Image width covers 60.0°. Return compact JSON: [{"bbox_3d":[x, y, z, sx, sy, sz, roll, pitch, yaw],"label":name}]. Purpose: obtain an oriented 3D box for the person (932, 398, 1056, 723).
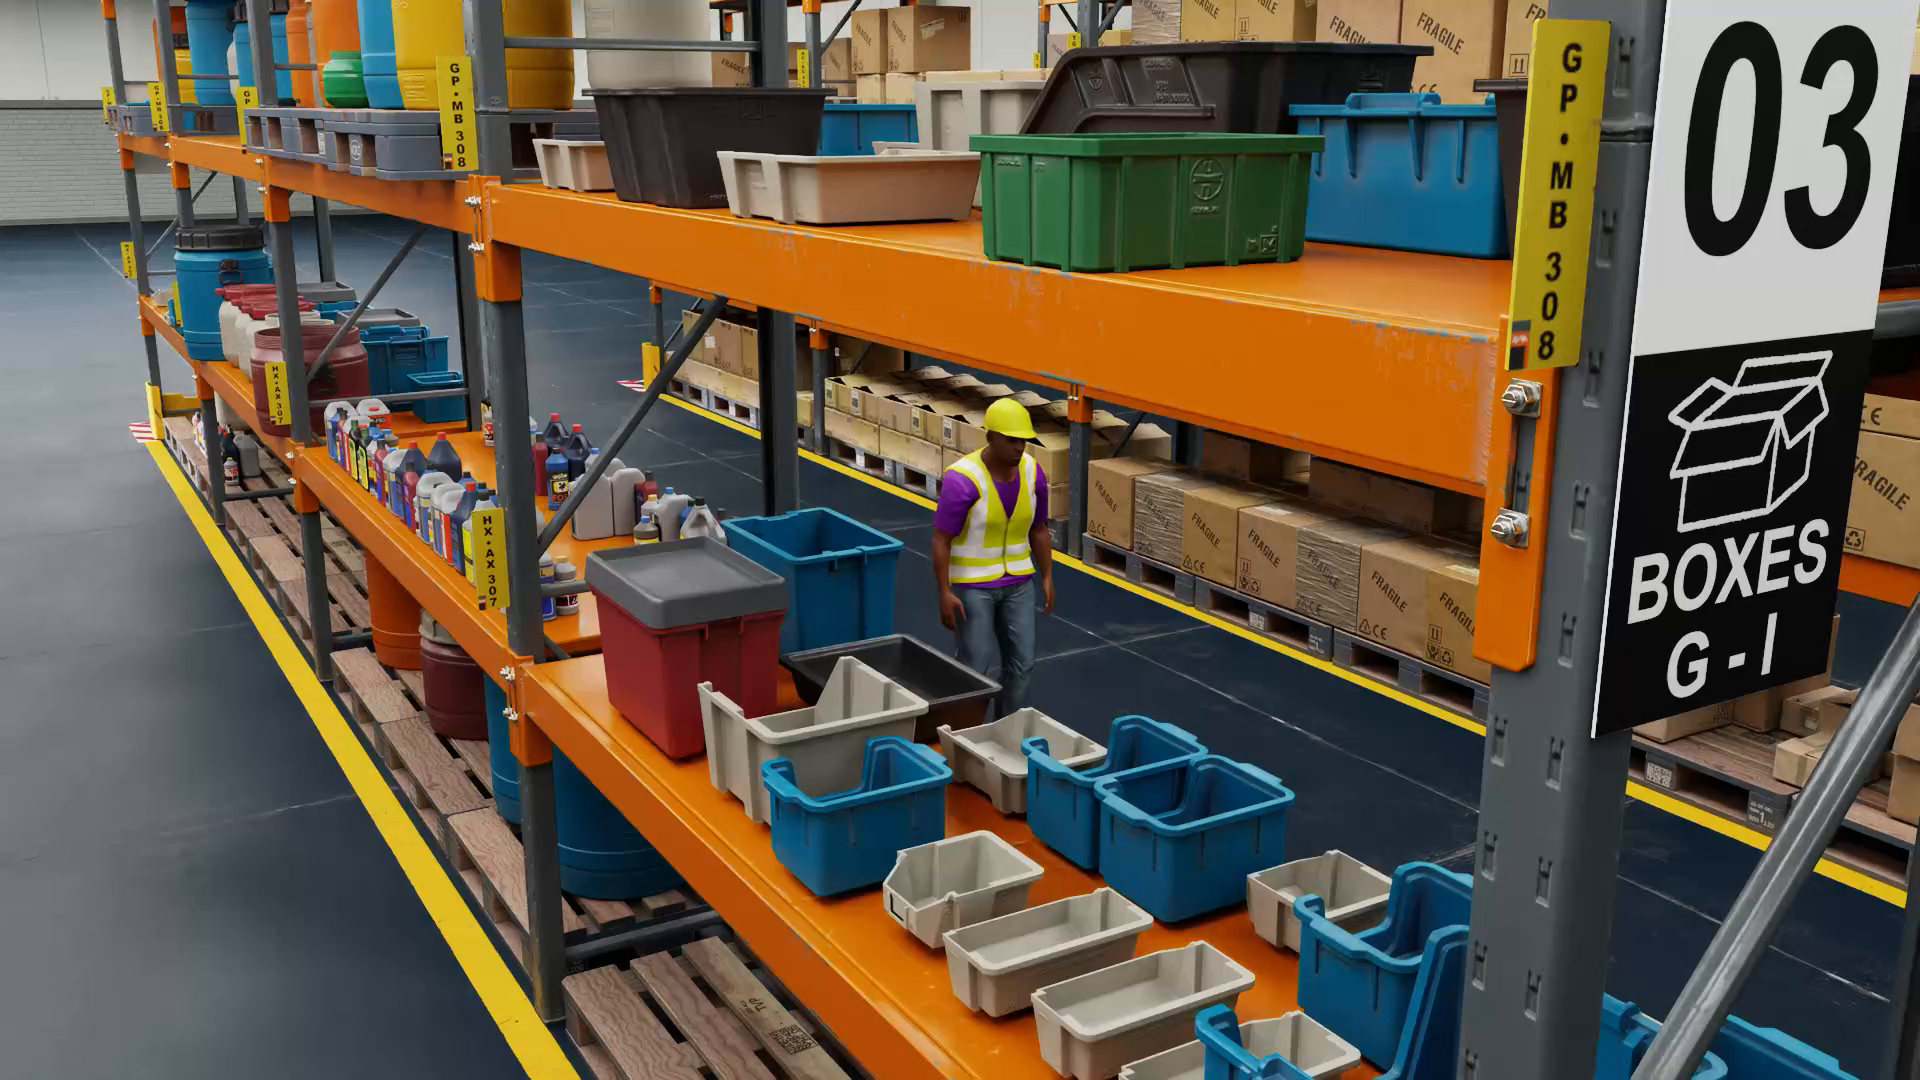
[{"bbox_3d":[0.165,0.212,7.671,0.627,1.761,0.456,-9,17,-29],"label":"person"}]
